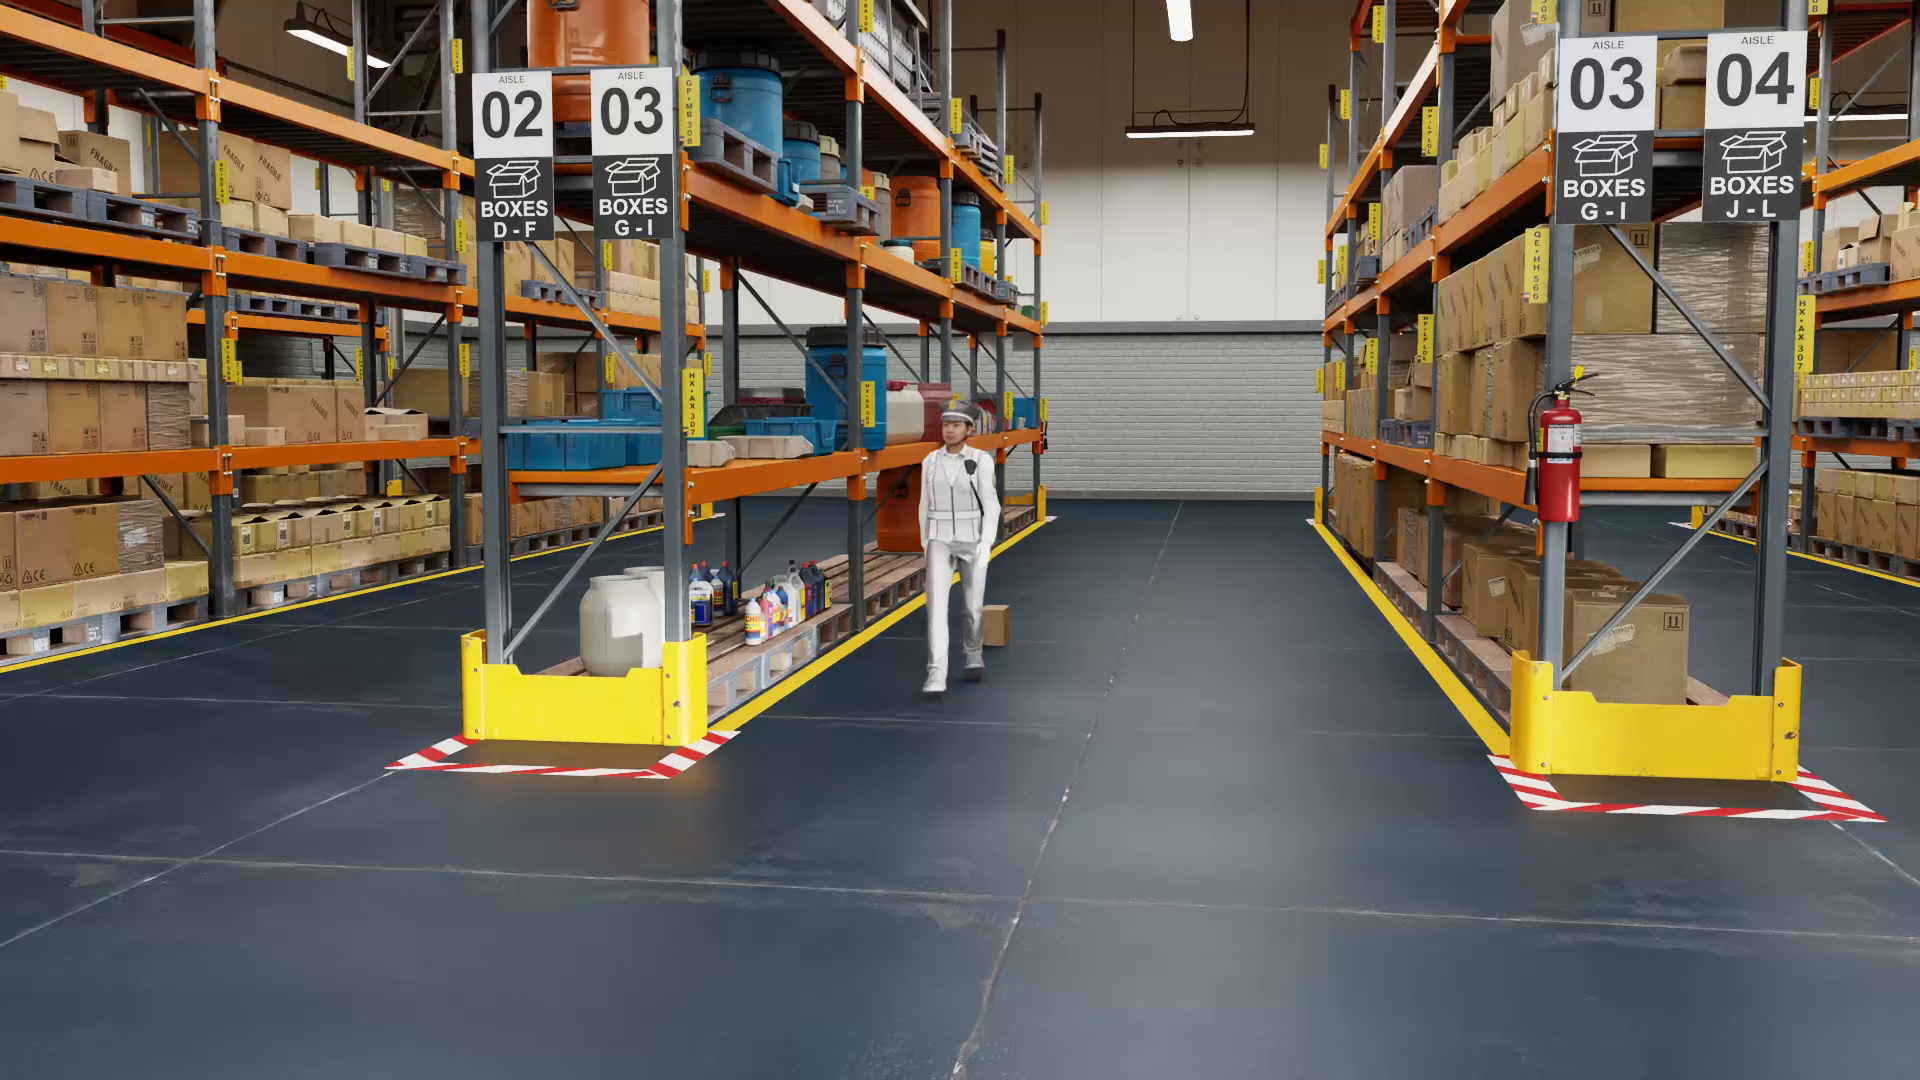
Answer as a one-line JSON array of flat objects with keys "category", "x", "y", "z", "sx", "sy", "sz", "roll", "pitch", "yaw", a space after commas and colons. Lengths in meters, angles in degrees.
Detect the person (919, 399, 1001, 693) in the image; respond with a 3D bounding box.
[{"category": "person", "x": -0.011, "y": 0.011, "z": 9.501, "sx": 0.490, "sy": 1.630, "sz": 1.028, "roll": 0, "pitch": 5, "yaw": 6}]
